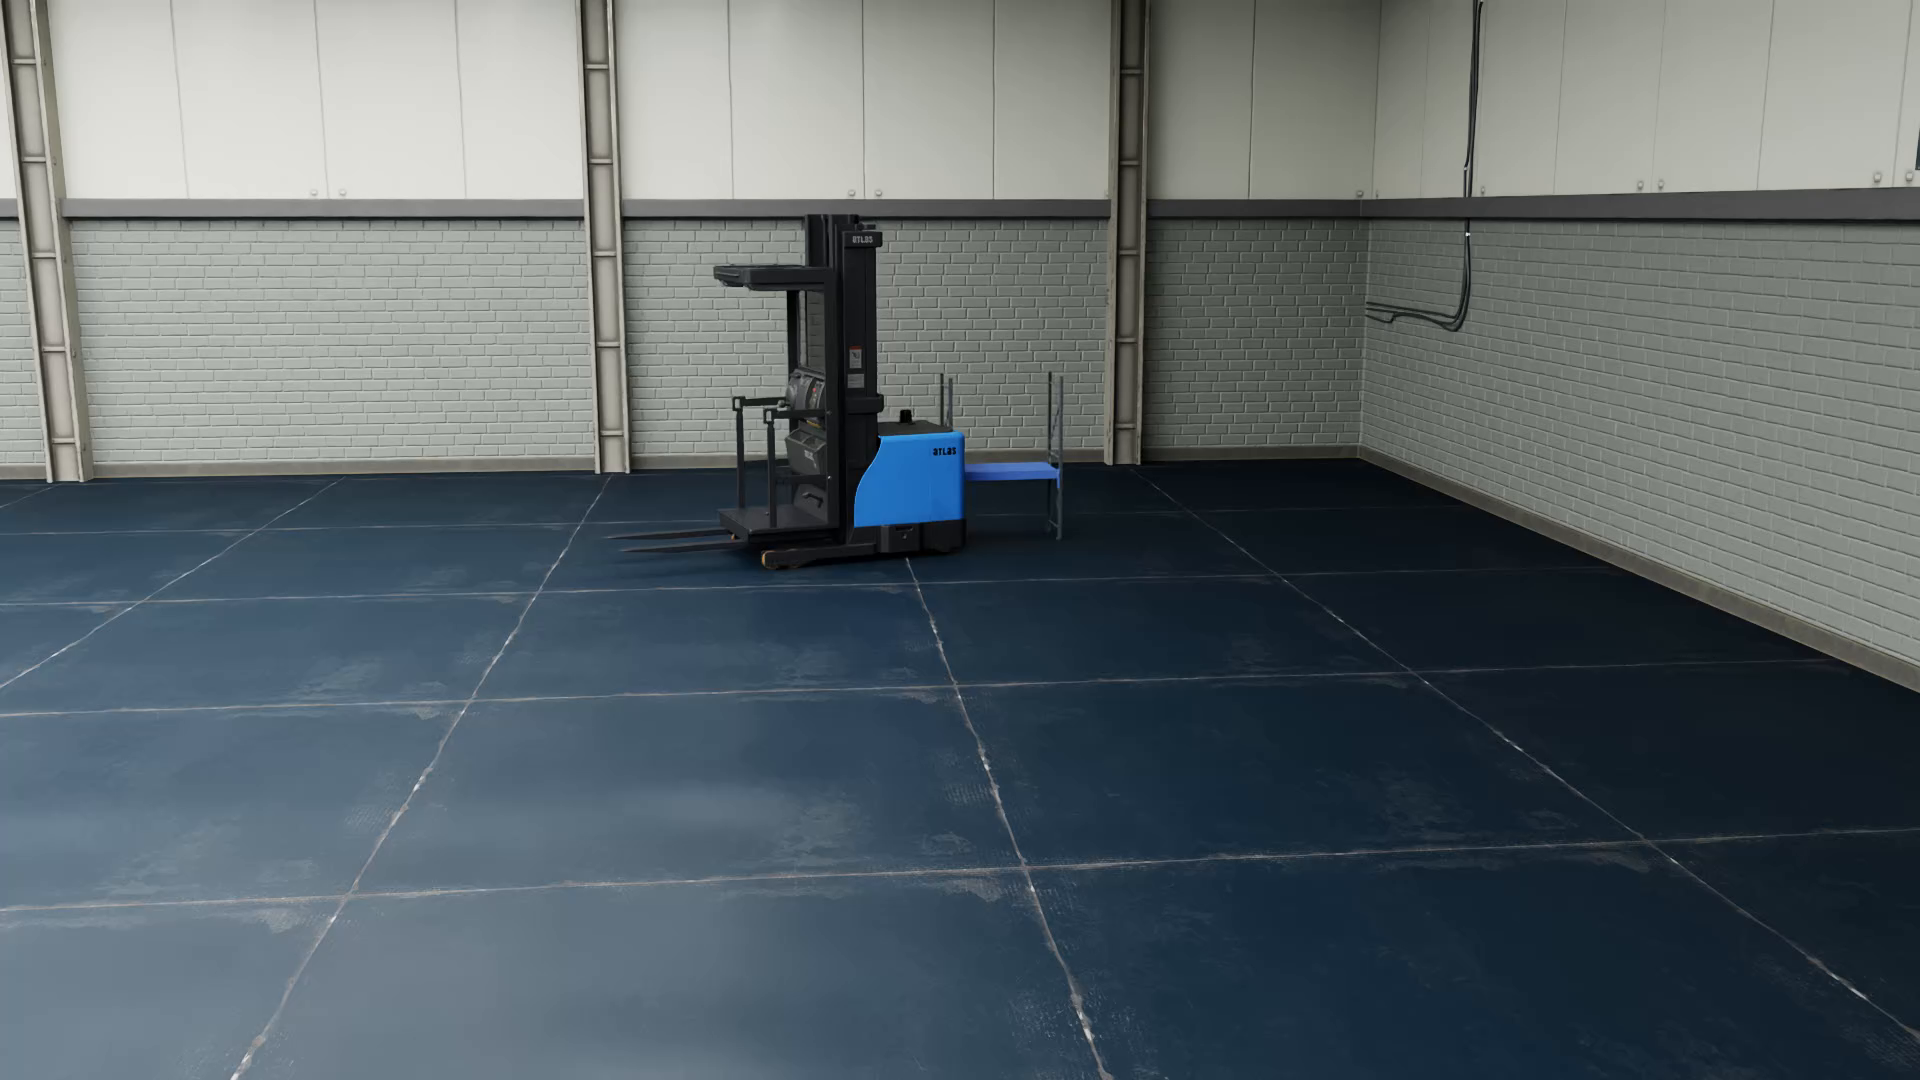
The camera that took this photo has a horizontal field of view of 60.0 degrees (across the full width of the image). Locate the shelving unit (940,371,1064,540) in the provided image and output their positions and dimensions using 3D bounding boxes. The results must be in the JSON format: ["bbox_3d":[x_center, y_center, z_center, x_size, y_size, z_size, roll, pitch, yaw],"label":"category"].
[{"bbox_3d":[0.374,-0.769,15.272,1.048,1.500,0.538,-2,11,-10],"label":"shelving unit"}]

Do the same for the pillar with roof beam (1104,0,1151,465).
[{"bbox_3d":[2.411,-4.514,14.885,0.400,9.000,9.100,-1,11,-6],"label":"pillar with roof beam"}]

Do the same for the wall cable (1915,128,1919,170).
[{"bbox_3d":[6.027,-4.996,8.517,0.169,6.003,2.305,-1,11,-6],"label":"wall cable"}]

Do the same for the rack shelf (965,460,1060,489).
[{"bbox_3d":[0.374,-0.592,15.306,1.000,0.185,0.538,-2,11,-10],"label":"rack shelf"}]

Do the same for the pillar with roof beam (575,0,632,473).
[{"bbox_3d":[-3.554,-4.389,14.250,0.400,9.000,9.100,-1,11,-6],"label":"pillar with roof beam"}]

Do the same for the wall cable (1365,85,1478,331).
[{"bbox_3d":[5.017,-3.624,18.406,0.112,2.526,3.097,-1,11,-6],"label":"wall cable"}]

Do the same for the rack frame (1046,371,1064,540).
[{"bbox_3d":[0.874,-0.786,15.359,0.032,1.500,0.500,-2,11,-10],"label":"rack frame"}]

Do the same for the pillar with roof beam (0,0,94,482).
[{"bbox_3d":[-9.519,-4.264,13.614,0.400,9.000,9.100,-1,11,-6],"label":"pillar with roof beam"}]

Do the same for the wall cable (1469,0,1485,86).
[{"bbox_3d":[5.309,-5.583,15.280,0.112,2.526,3.097,-1,11,-6],"label":"wall cable"}]

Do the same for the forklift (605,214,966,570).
[{"bbox_3d":[-1.512,-1.300,14.265,3.031,2.935,1.130,-5,12,-22],"label":"forklift"}]

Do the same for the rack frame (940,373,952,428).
[{"bbox_3d":[-0.127,-0.751,15.184,0.032,1.500,0.500,-2,11,-10],"label":"rack frame"}]
